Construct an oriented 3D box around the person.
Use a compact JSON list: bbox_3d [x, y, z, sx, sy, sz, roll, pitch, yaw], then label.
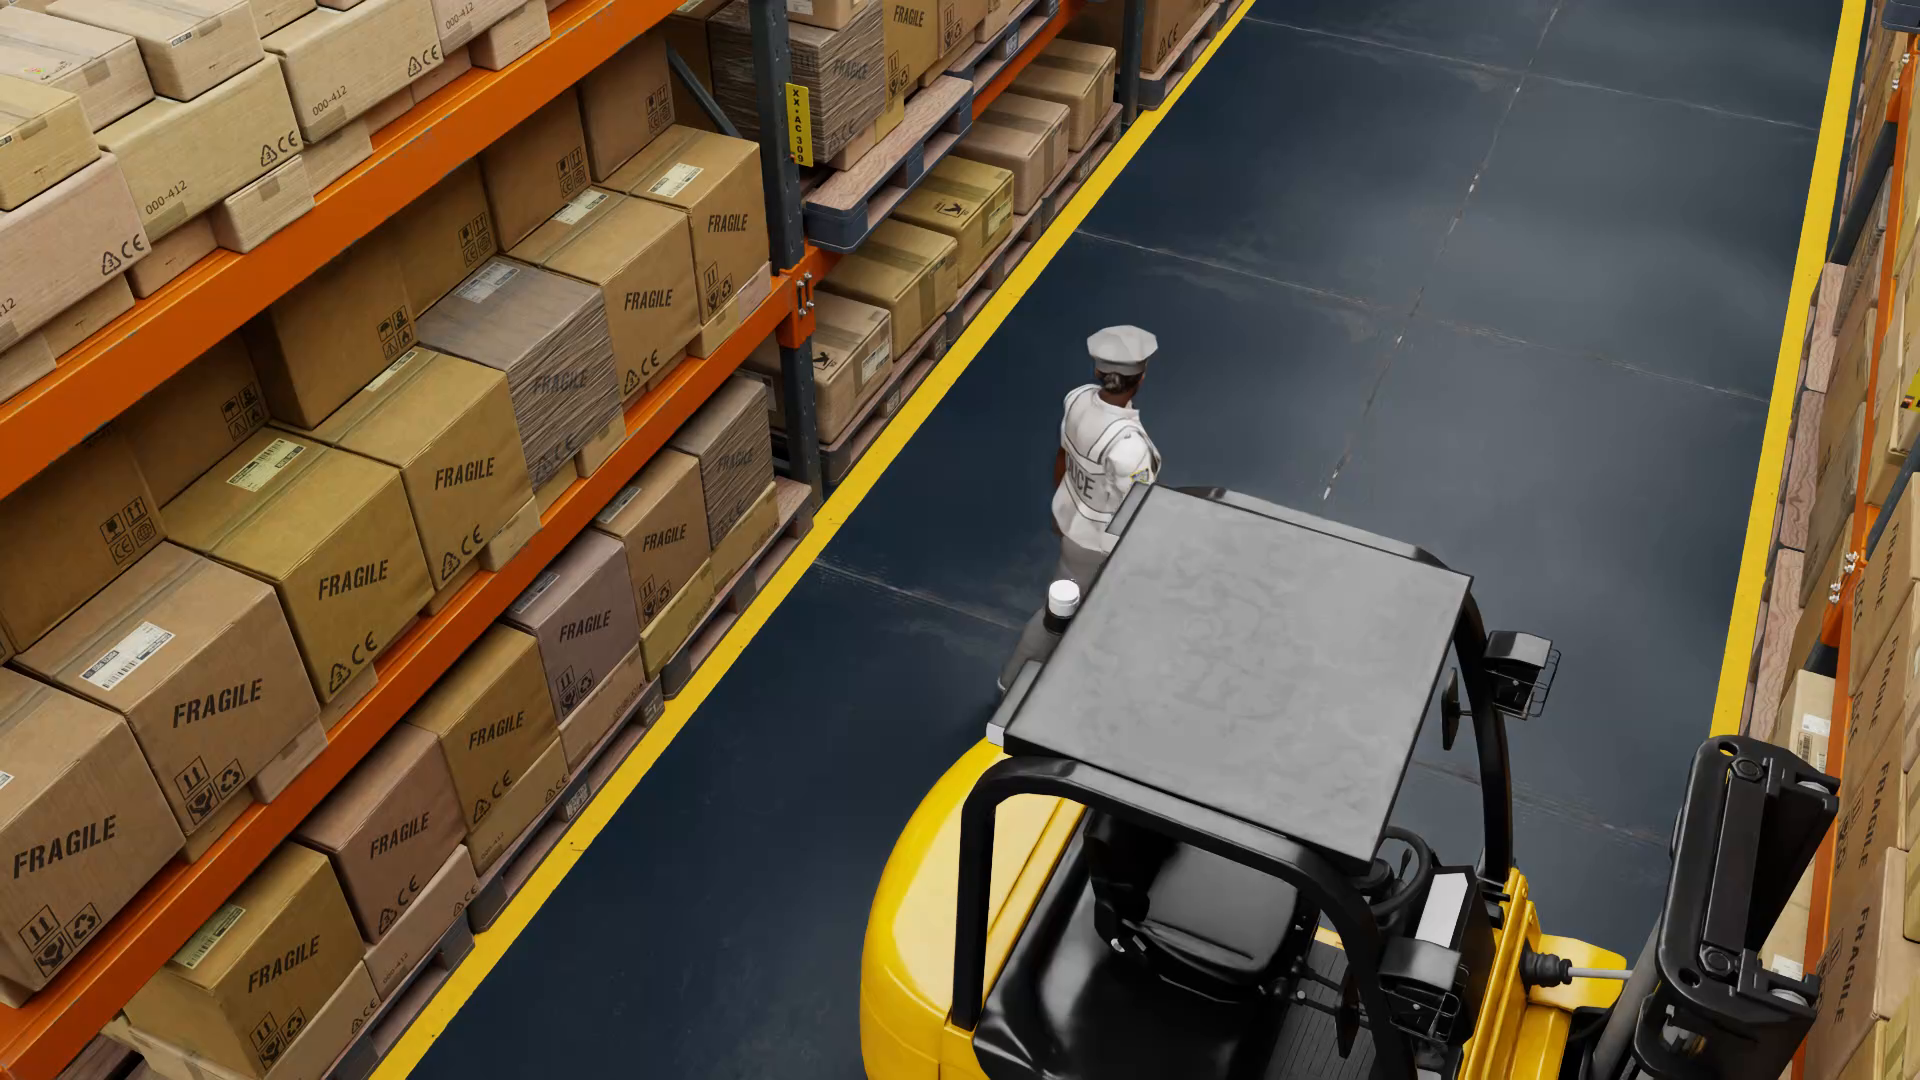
[{"bbox_3d":[0.586,-0.024,6.177,0.880,1.608,0.544,-7,43,-7],"label":"person"}]
